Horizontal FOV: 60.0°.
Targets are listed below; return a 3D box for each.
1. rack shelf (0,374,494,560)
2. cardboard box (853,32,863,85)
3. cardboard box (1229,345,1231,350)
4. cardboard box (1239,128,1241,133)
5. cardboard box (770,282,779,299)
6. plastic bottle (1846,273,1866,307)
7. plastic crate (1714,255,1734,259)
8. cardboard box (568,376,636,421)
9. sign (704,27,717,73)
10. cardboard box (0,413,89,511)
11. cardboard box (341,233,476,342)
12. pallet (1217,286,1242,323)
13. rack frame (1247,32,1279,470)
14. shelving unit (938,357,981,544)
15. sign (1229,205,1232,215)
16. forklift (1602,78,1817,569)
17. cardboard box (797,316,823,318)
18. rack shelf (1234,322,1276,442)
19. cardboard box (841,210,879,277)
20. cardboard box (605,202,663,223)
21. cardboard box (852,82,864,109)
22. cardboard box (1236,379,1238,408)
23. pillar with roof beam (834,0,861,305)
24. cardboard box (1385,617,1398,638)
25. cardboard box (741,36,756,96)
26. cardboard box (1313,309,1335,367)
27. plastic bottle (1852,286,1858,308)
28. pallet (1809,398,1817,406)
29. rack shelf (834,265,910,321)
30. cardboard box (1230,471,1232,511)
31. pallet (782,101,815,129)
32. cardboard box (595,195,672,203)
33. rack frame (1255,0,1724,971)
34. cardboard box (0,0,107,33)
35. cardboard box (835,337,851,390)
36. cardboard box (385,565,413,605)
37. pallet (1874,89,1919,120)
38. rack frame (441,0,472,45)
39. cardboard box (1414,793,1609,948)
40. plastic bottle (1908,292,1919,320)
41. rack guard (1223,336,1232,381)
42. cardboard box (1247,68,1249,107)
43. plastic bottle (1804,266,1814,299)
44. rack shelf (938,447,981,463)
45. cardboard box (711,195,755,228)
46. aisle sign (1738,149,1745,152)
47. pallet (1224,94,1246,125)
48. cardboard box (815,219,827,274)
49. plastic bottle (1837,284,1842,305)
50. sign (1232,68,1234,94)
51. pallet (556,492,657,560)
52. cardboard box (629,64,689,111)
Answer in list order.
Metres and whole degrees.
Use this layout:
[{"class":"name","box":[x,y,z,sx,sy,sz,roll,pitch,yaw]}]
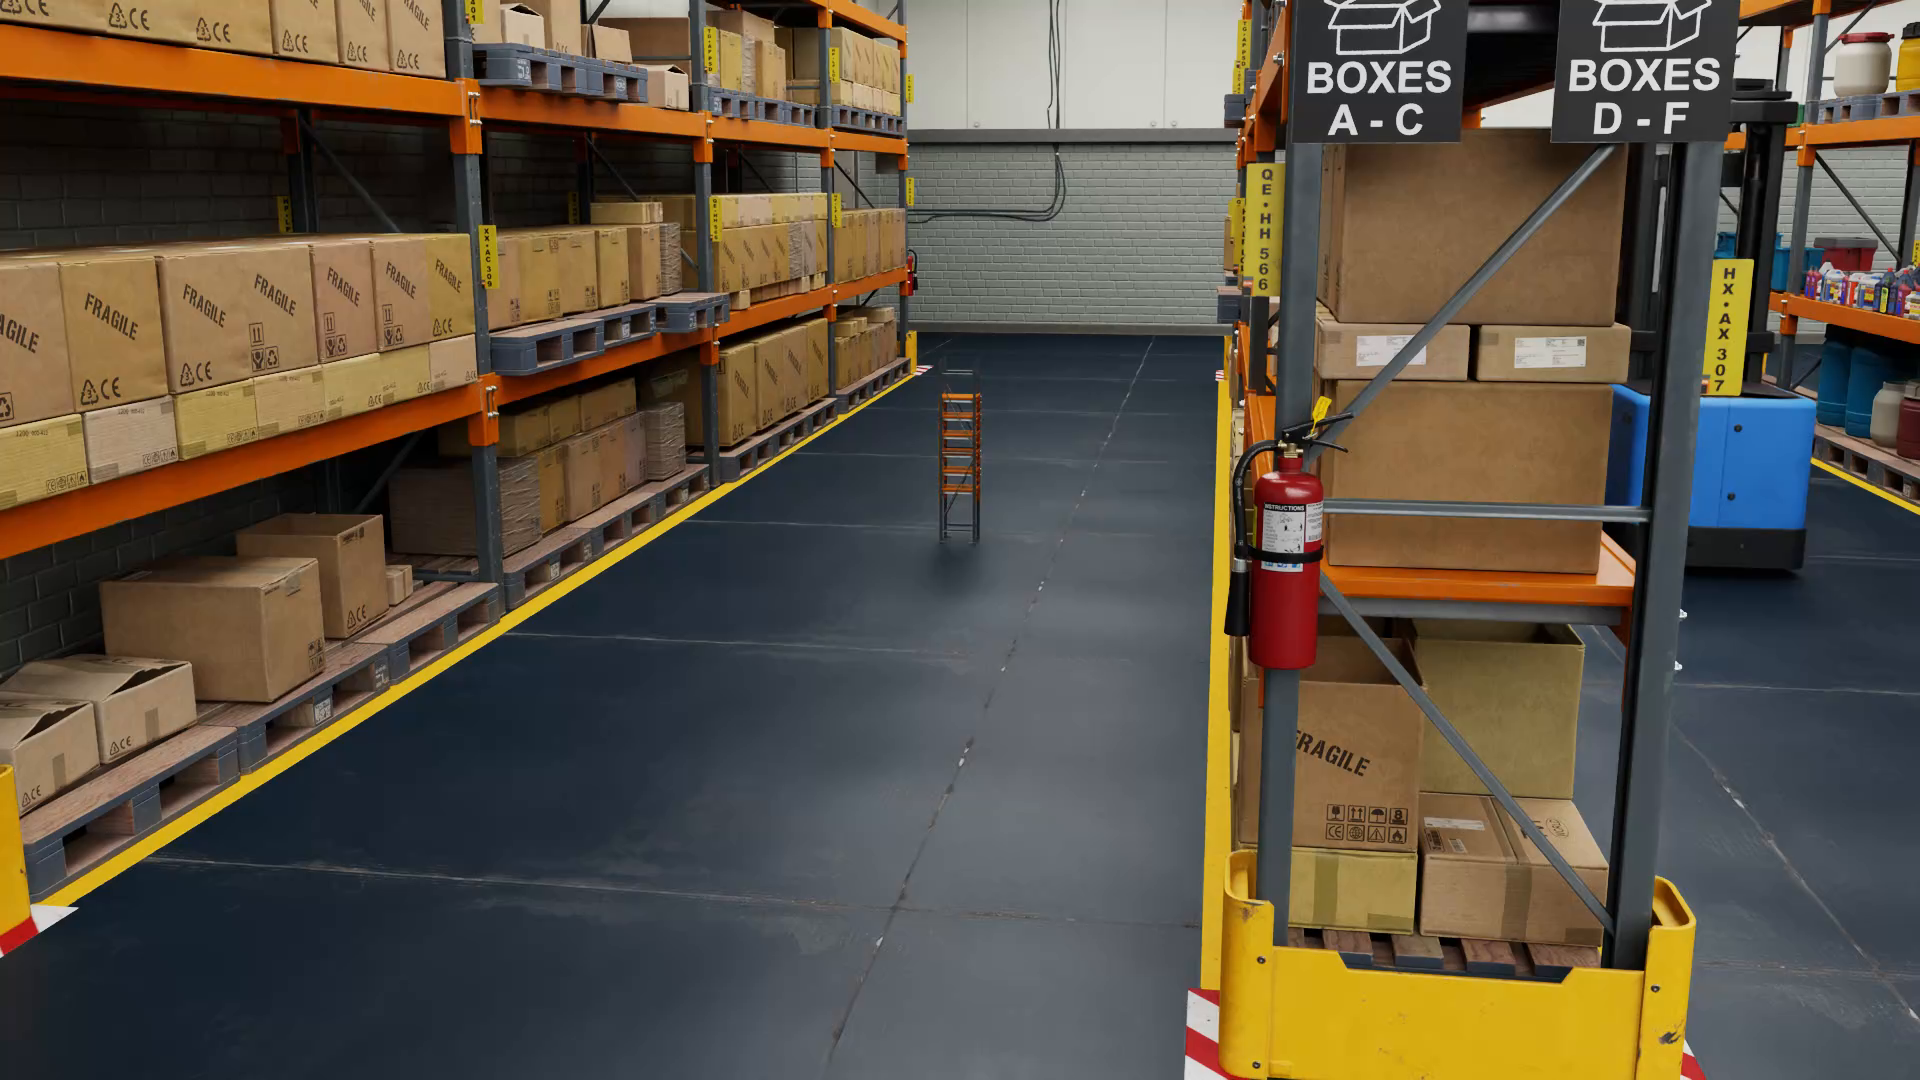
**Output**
[{"class":"rack shelf","box":[-3.293,-0.293,6.940,1.077,0.370,4.000,2,12,9]},{"class":"cardboard box","box":[-1.296,-4.987,17.233,0.500,0.500,0.500,2,12,7]},{"class":"cardboard box","box":[3.314,-2.062,18.924,0.500,0.250,0.500,2,12,9]},{"class":"cardboard box","box":[3.108,-4.277,16.958,0.500,0.250,0.500,2,12,9]},{"class":"cardboard box","box":[-1.819,-2.216,14.703,0.380,0.149,0.250,2,12,10]},{"class":"plastic bottle","box":[7.444,-2.068,13.763,0.152,0.276,0.135,2,12,9]},{"class":"plastic crate","box":[8.083,-2.871,17.448,0.416,0.233,0.300,2,12,9]},{"class":"cardboard box","box":[-2.580,-0.985,11.553,0.500,0.250,0.500,2,12,10]},{"class":"sign","box":[-1.835,-3.595,12.206,0.100,0.325,0.005,2,12,9]},{"class":"cardboard box","box":[-3.212,-0.256,5.370,0.500,0.250,0.500,2,12,7]},{"class":"cardboard box","box":[-2.753,-1.256,8.228,0.500,0.500,0.500,2,12,9]},{"class":"pallet","box":[2.560,-1.783,12.604,1.213,0.211,1.003,2,12,9]},{"class":"rack frame","box":[1.909,-0.901,8.055,1.000,3.000,0.127,2,12,9]},{"class":"shelving unit","box":[-0.002,-0.584,10.853,0.258,1.200,0.189,2,12,9]},{"class":"sign","box":[2.602,-3.006,15.765,0.100,0.325,0.005,2,12,9]},{"class":"forklift","box":[4.704,-1.517,11.073,1.130,2.935,3.031,2,12,8]},{"class":"cardboard box","box":[-1.599,-2.372,18.279,0.380,0.149,0.250,2,12,9]},{"class":"rack shelf","box":[2.217,-0.966,10.063,1.077,0.370,4.000,2,12,9]},{"class":"cardboard box","box":[-1.436,-3.289,18.422,0.980,0.700,0.700,1,12,6]},{"class":"cardboard box","box":[-2.394,-2.402,12.197,0.380,0.149,0.250,0,12,1]},{"class":"cardboard box","box":[-1.296,-4.614,17.286,0.500,0.250,0.500,2,12,7]},{"class":"cardboard box","box":[2.516,-1.037,13.574,0.500,0.500,0.500,1,12,7]},{"class":"pillar with roof beam","box":[2.674,-6.942,21.846,9.100,9.000,0.400,2,12,9]},{"class":"cardboard box","box":[1.736,0.391,5.810,0.500,0.500,0.500,2,12,9]},{"class":"cardboard box","box":[-2.161,-4.057,14.296,0.700,0.500,0.500,2,12,9]},{"class":"cardboard box","box":[1.204,-0.575,4.763,0.380,0.149,0.250,2,12,10]},{"class":"plastic bottle","box":[7.399,-2.008,13.663,0.097,0.201,0.097,0,12,0]},{"class":"pallet","box":[8.108,-1.196,16.044,1.003,0.211,1.213,2,12,9]},{"class":"rack shelf","box":[-1.448,-2.791,18.531,1.077,0.370,4.000,2,12,9]},{"class":"cardboard box","box":[2.003,-0.282,10.714,0.500,0.250,0.500,2,12,7]},{"class":"pallet","box":[-1.848,-3.907,15.335,0.805,0.209,1.217,1,12,6]},{"class":"cardboard box","box":[-2.557,-2.567,13.014,0.500,0.250,0.500,2,12,10]},{"class":"rack frame","box":[1.294,-0.069,4.191,1.000,3.000,0.127,2,12,9]},{"class":"cardboard box","box":[-3.185,-1.925,5.403,0.500,0.500,0.500,3,12,12]},{"class":"cardboard box","box":[-1.539,-1.862,17.450,0.700,0.500,0.500,2,12,9]},{"class":"cardboard box","box":[-3.039,0.221,8.527,0.380,0.166,0.250,0,12,1]},{"class":"pallet","box":[7.838,-3.377,12.870,1.003,0.211,1.213,2,12,9]},{"class":"rack frame","box":[-2.986,-3.994,8.164,1.000,3.000,0.127,2,12,9]},{"class":"cardboard box","box":[1.597,0.966,4.921,0.500,0.250,0.500,2,12,9]},{"class":"plastic bottle","box":[7.220,-1.767,12.542,0.097,0.201,0.097,0,12,0]},{"class":"rack guard","box":[3.743,-2.161,19.836,1.175,0.500,0.348,2,12,9]},{"class":"cardboard box","box":[2.717,-3.555,13.014,0.910,0.500,0.500,2,12,9]},{"class":"plastic bottle","box":[7.556,-2.286,14.756,0.061,0.283,0.133,2,12,9]},{"class":"rack shelf","box":[-0.002,-0.540,10.862,0.258,0.103,0.180,2,12,9]},{"class":"cardboard box","box":[-1.964,-2.662,13.456,0.500,0.250,0.500,2,12,8]},{"class":"aisle sign","box":[8.949,-4.514,18.649,0.394,0.787,0.004,2,12,9]},{"class":"pallet","box":[2.814,-3.592,13.865,1.213,0.211,1.003,2,12,9]},{"class":"cardboard box","box":[-1.577,-2.826,15.996,0.500,0.500,0.500,2,12,8]},{"class":"plastic bottle","box":[7.455,-2.084,14.016,0.097,0.201,0.097,0,12,0]},{"class":"sign","box":[3.219,-5.310,19.319,0.100,0.325,0.005,2,12,9]},{"class":"pallet","box":[-2.682,-0.115,11.024,1.003,0.211,1.213,2,12,9]},{"class":"cardboard box","box":[-2.215,-3.168,11.615,0.500,0.311,0.500,2,12,9]}]
